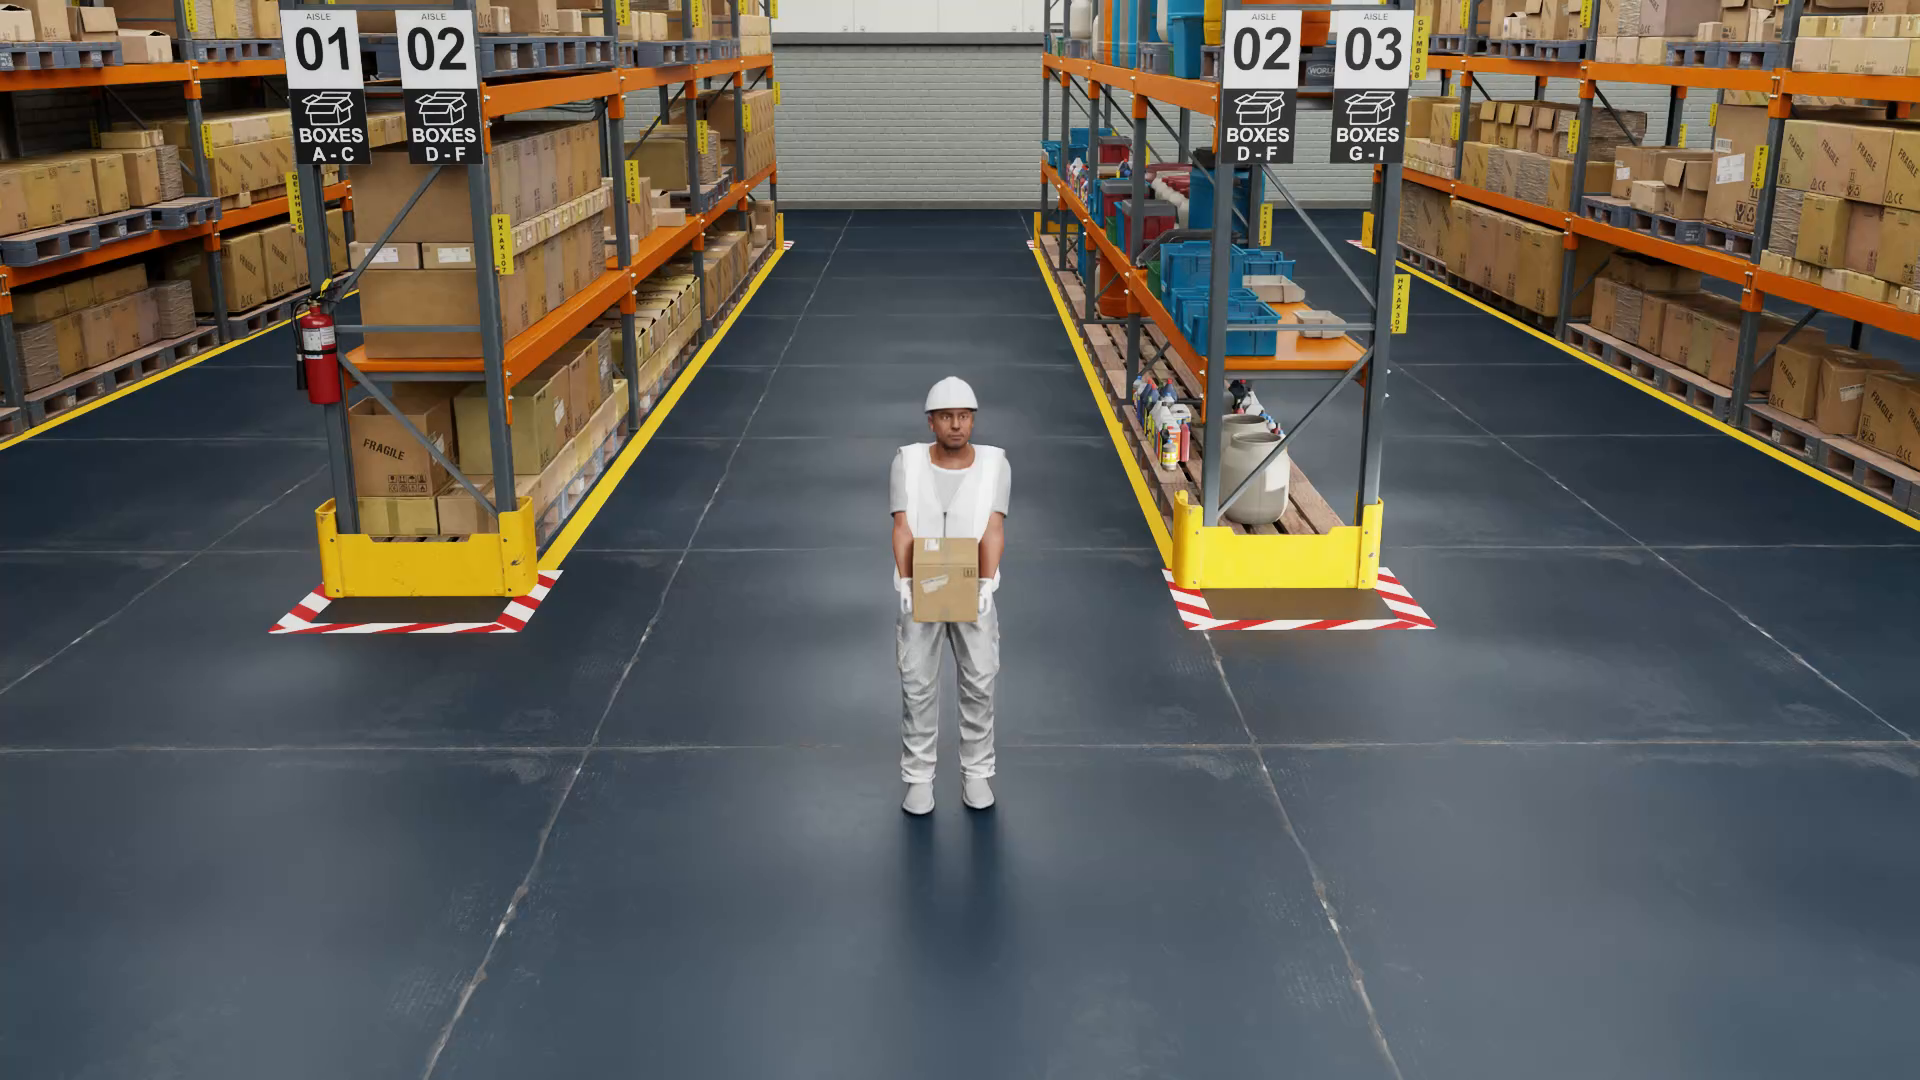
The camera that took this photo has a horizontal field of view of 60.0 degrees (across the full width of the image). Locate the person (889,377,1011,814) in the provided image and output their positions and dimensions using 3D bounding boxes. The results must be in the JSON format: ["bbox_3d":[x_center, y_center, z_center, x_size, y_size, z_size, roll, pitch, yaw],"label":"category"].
[{"bbox_3d":[-0.040,0.249,6.697,0.488,1.779,0.569,0,17,0],"label":"person"}]
